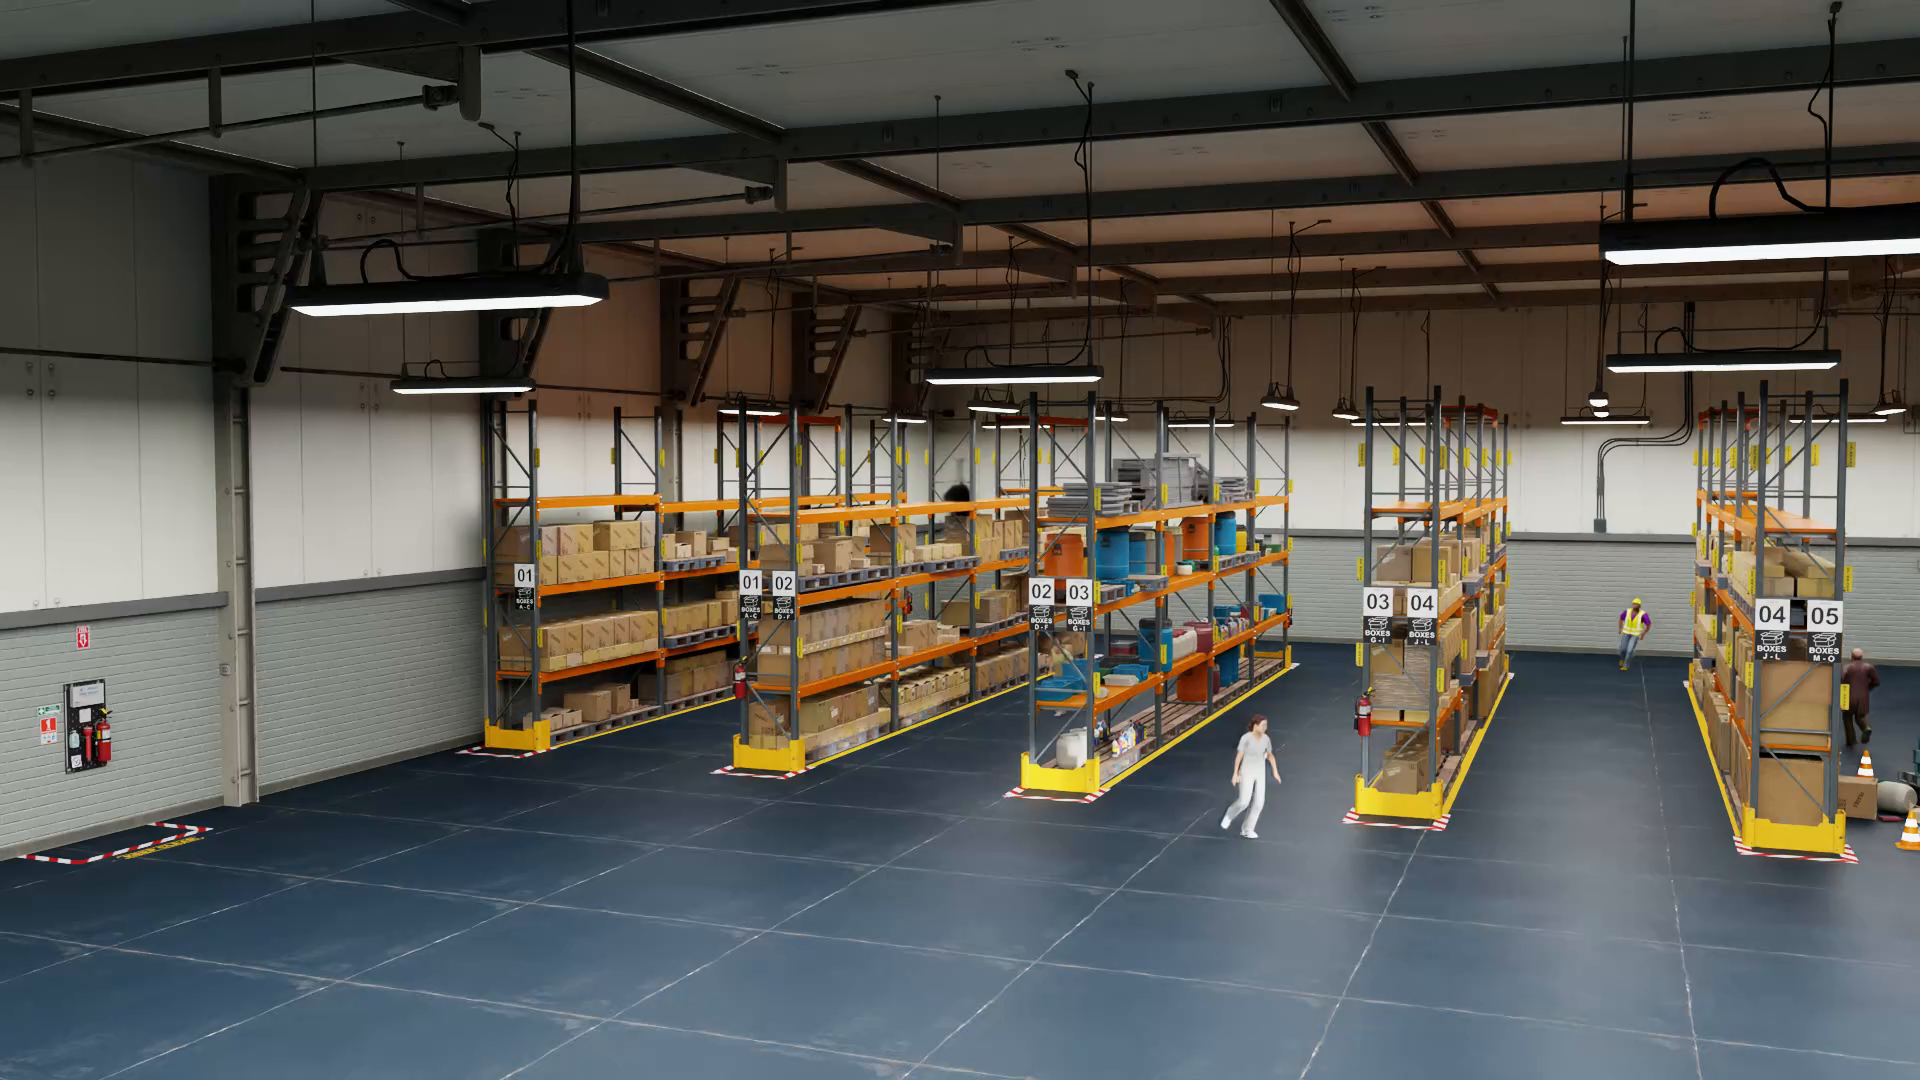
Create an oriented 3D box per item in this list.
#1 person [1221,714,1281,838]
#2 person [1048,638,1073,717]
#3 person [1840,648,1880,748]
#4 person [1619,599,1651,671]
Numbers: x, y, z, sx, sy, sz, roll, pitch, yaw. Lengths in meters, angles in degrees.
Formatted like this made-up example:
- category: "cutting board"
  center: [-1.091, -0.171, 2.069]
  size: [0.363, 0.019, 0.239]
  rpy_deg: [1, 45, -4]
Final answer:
- category: "person"
  center: [3.827, 3.092, 21.958]
  size: [0.651, 1.638, 0.567]
  rpy_deg: [-1, 3, -20]
- category: "person"
  center: [2.052, 2.652, 32.465]
  size: [0.574, 1.526, 0.971]
  rpy_deg: [1, 3, 28]
- category: "person"
  center: [15.401, 2.734, 28.538]
  size: [0.718, 1.746, 0.885]
  rpy_deg: [1, 3, 12]
- category: "person"
  center: [15.873, 2.226, 39.126]
  size: [0.743, 1.724, 0.576]
  rpy_deg: [2, 3, 34]
